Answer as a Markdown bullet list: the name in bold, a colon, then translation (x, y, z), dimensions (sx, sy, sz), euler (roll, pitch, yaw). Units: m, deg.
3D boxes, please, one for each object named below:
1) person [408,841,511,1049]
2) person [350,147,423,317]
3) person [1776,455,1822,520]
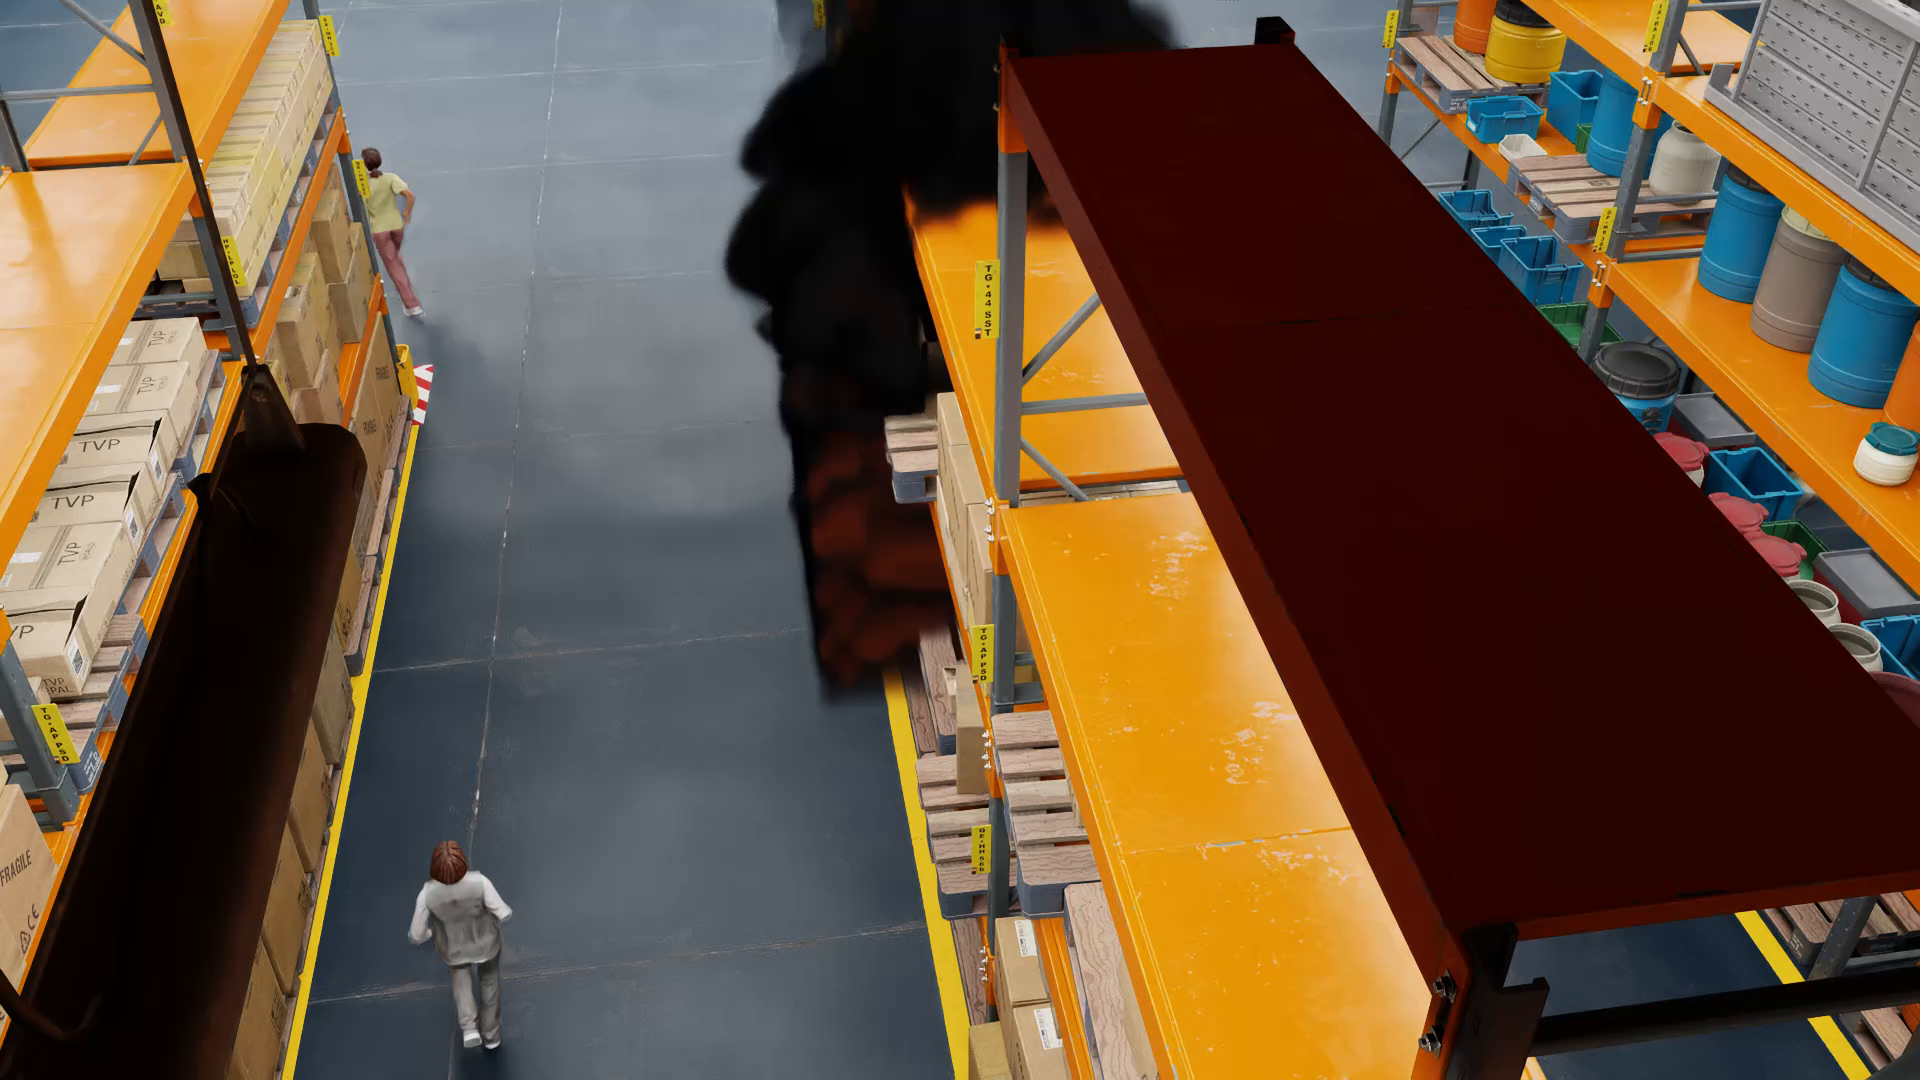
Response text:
- **person**: translation (-2.704, 2.200, 9.144), dimensions (0.530, 1.553, 0.552), euler (-9, 37, -12)
- **person**: translation (-5.515, -2.928, 16.031), dimensions (0.569, 1.719, 0.748), euler (-28, 45, -32)
- **person**: translation (6.466, -0.426, 12.633), dimensions (0.580, 1.655, 0.681), euler (-8, 37, -11)
